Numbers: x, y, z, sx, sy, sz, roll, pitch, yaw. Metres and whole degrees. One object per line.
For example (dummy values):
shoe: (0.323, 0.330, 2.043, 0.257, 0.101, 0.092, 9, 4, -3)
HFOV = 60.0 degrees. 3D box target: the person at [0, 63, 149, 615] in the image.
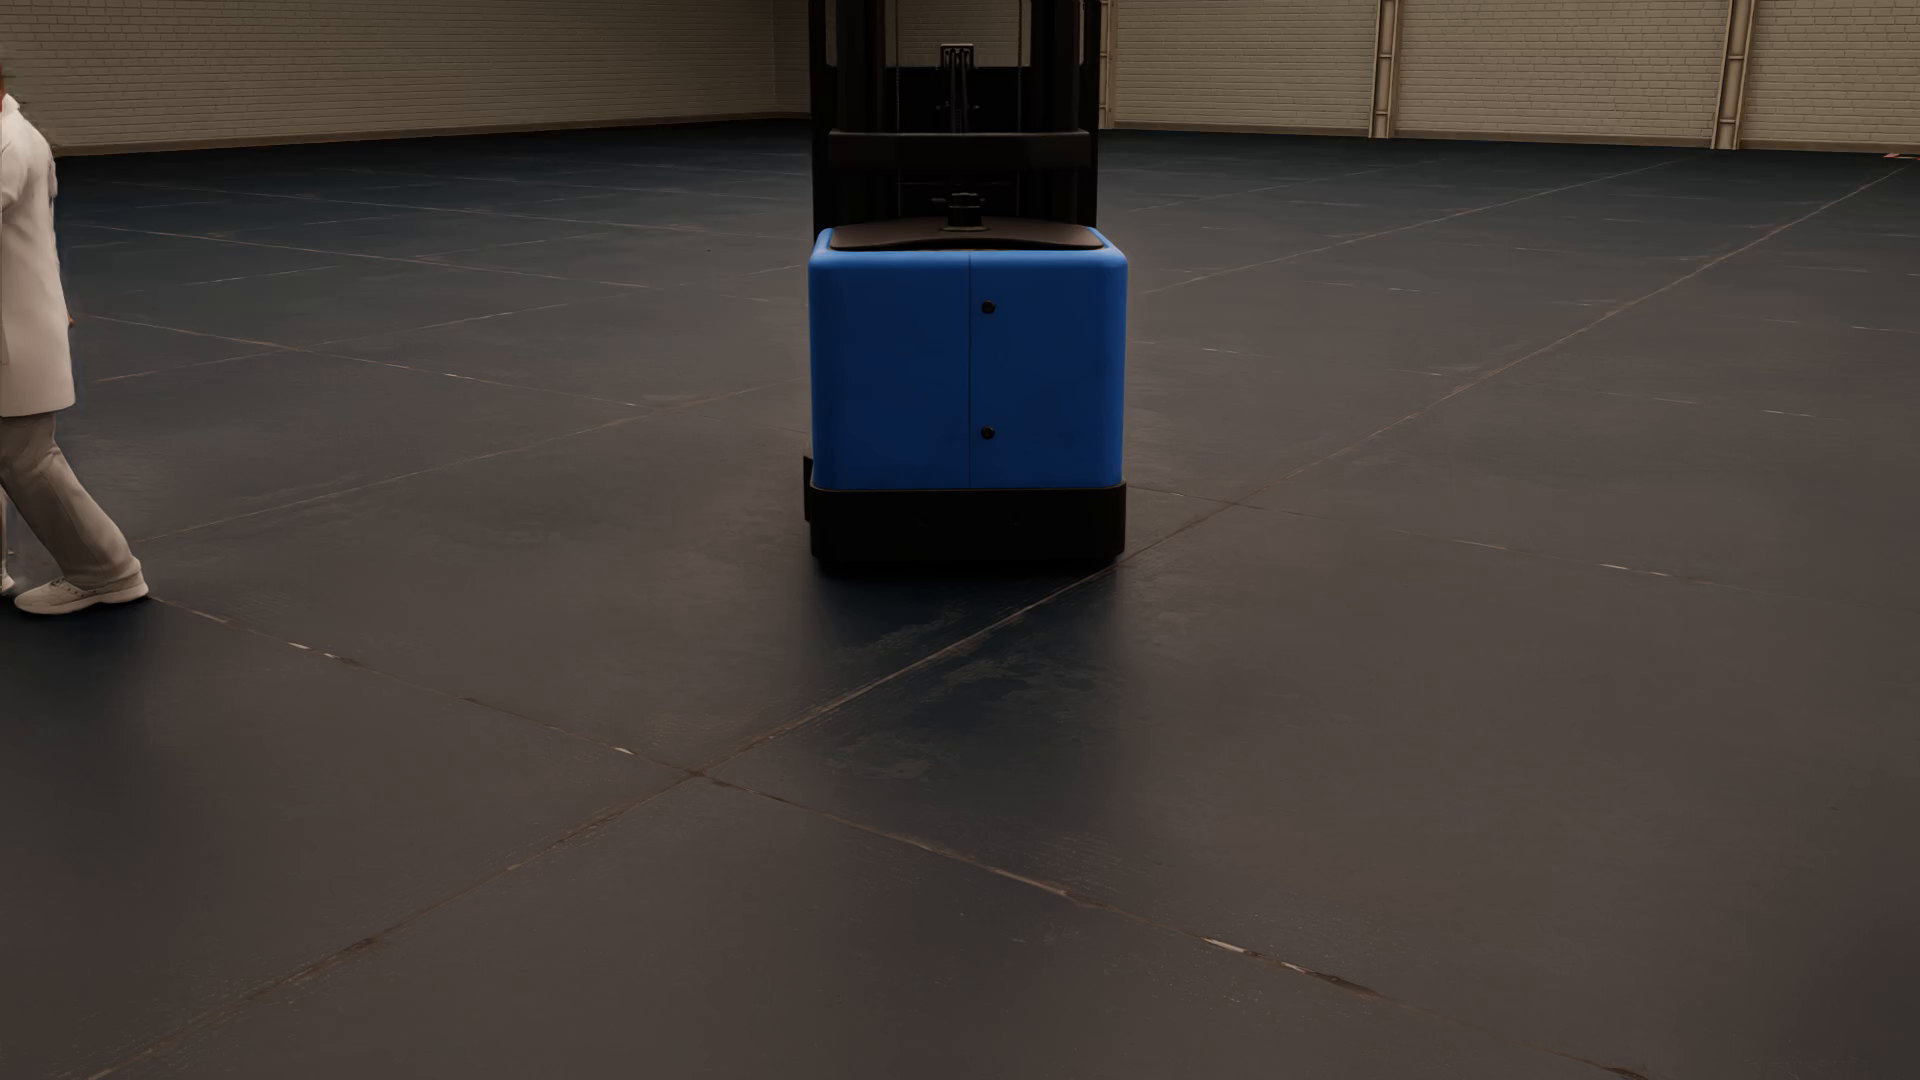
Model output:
person: (-2.983, -0.618, 5.028, 0.760, 1.782, 1.049, -7, 18, -21)

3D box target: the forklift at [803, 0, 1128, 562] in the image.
forklift: (-0.031, -1.702, 6.525, 1.130, 2.935, 3.031, -1, 17, -2)
